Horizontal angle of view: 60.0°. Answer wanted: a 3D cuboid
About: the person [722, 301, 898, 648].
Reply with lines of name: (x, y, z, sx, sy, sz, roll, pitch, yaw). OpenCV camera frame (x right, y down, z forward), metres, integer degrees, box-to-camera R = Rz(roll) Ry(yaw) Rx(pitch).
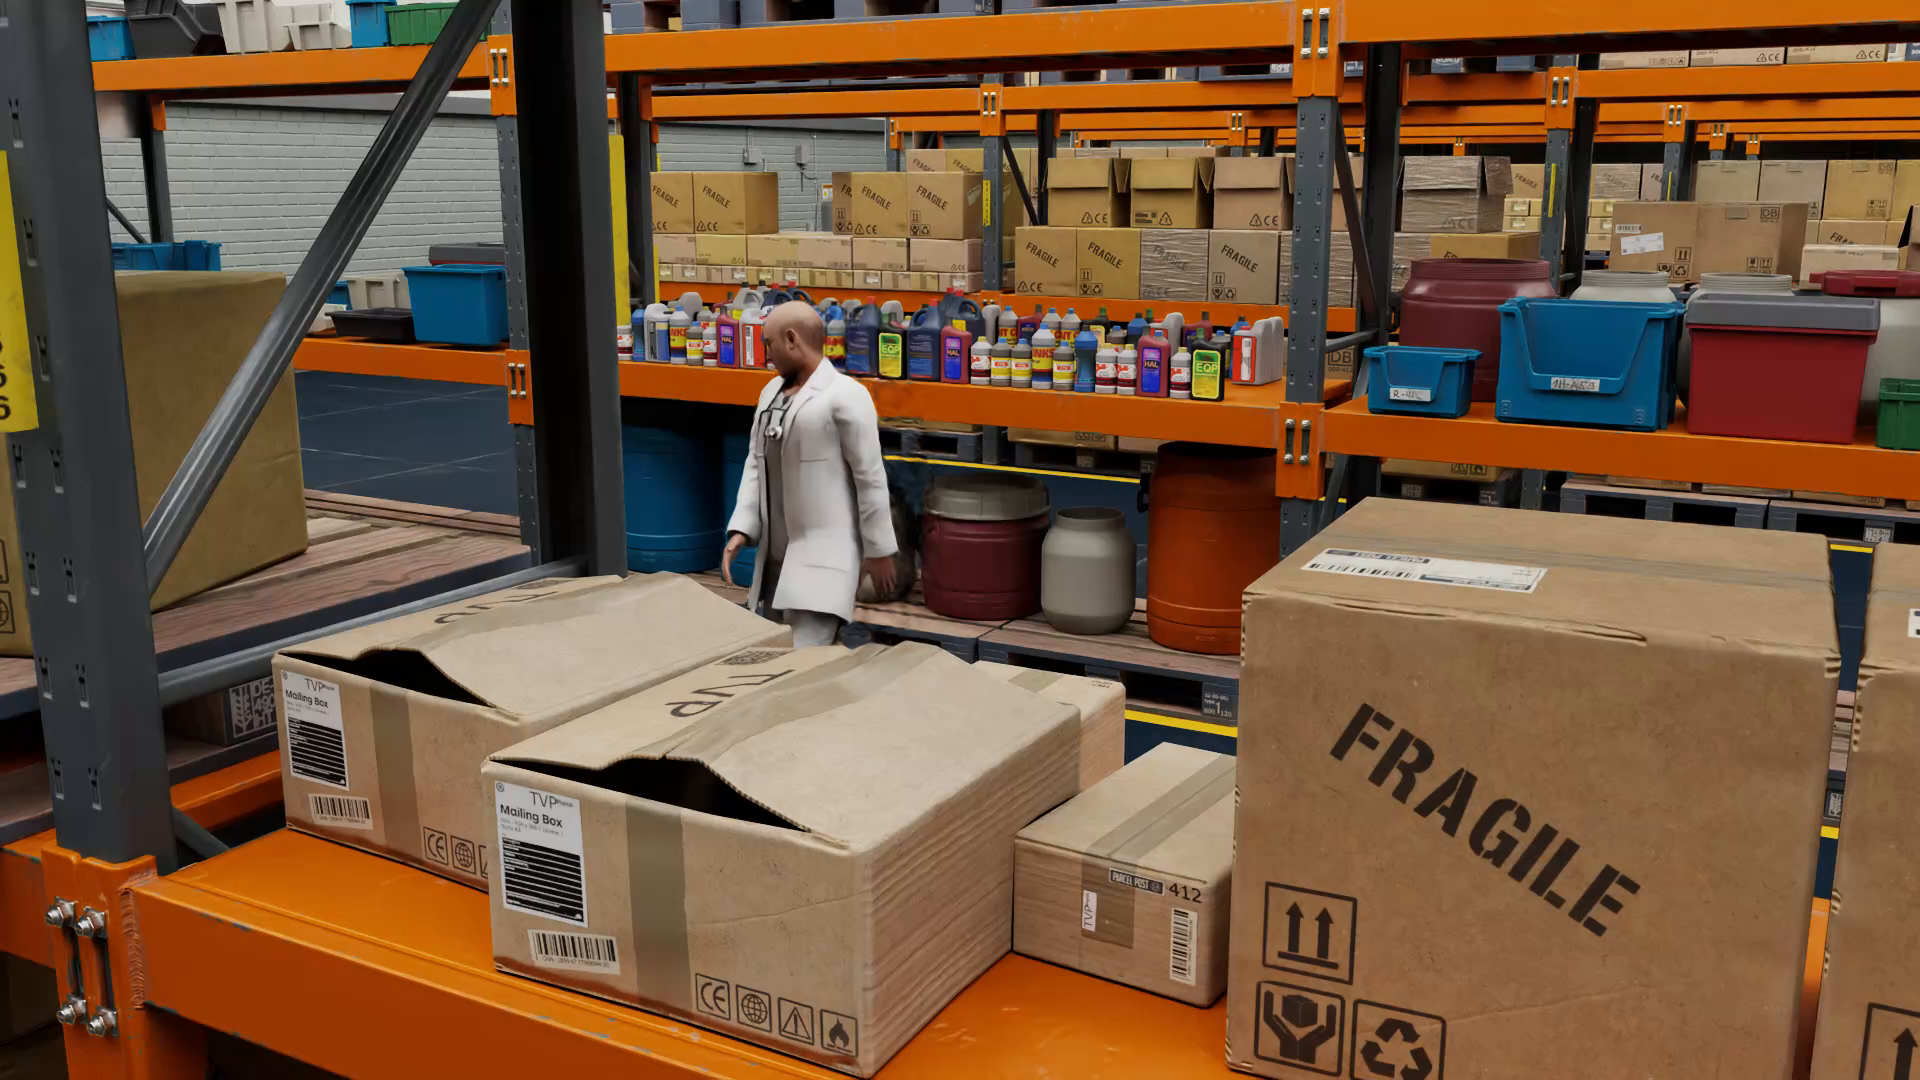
person: (-0.505, 0.047, 5.848, 0.863, 1.681, 0.593, -11, 17, -41)
